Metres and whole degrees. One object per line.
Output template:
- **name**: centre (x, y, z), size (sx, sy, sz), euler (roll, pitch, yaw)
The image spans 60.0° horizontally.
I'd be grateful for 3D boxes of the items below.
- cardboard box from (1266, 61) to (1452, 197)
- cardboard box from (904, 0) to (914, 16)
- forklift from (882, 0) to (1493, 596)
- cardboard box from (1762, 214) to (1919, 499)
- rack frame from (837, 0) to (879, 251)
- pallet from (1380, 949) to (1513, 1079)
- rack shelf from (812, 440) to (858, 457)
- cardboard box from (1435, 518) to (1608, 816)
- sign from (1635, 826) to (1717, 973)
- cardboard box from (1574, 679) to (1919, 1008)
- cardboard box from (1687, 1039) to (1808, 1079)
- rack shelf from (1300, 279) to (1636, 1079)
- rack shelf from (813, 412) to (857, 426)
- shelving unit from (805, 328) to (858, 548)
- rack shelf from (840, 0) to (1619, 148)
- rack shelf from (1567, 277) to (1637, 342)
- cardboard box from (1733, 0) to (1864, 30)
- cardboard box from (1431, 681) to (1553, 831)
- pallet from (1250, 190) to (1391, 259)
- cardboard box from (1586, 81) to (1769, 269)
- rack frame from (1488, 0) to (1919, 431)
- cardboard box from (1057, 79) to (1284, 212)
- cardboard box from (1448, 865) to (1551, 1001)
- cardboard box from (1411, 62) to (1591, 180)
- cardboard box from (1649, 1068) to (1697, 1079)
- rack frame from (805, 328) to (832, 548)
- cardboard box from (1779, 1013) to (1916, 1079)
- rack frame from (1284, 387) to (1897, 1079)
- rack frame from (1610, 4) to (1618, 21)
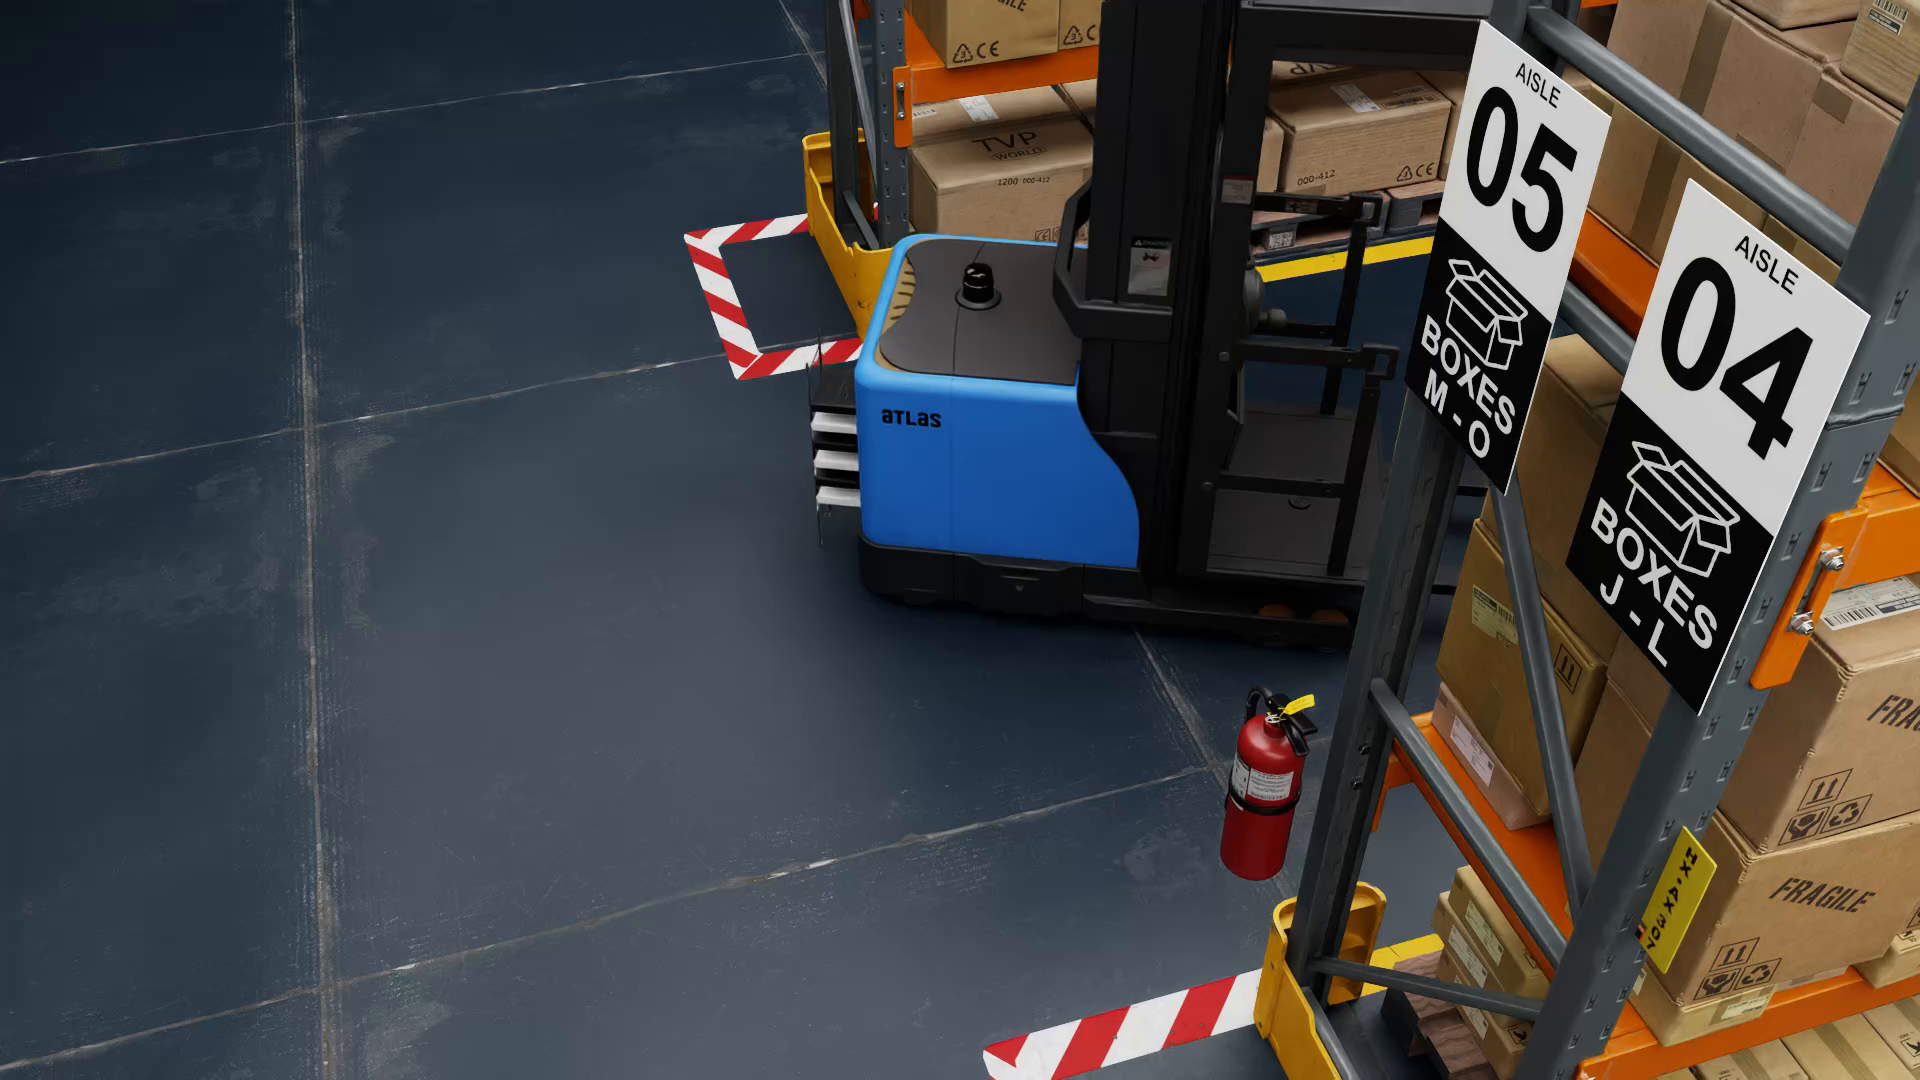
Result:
- **cardboard box**: centre (1.893, -2.188, 8.603), size (0.875, 0.438, 0.875), euler (-13, 43, -14)
- **cardboard box**: centre (-0.056, -2.738, 7.528), size (0.500, 0.500, 0.500), euler (-11, 42, -13)
- **forklift**: centre (2.207, -3.918, 7.276), size (9.711, 5.209, 7.407), euler (5, 41, 6)
- **cardboard box**: centre (1.651, -0.354, 2.709), size (0.529, 0.250, 0.529), euler (-13, 43, -14)
- **rack frame**: centre (-0.438, -2.441, 7.264), size (0.053, 2.616, 0.949), euler (-12, 42, -13)
- **pallet**: centre (2.004, 1.545, 4.822), size (1.213, 0.211, 1.003), euler (-12, 42, -13)
- **rack shelf**: centre (-0.449, -0.418, 6.459), size (0.200, 0.077, 0.258), euler (5, 41, 6)
- **cardboard box**: centre (1.498, 0.248, 3.884), size (0.500, 0.500, 0.500), euler (-11, 42, -12)
- **sign**: centre (1.309, 0.662, 3.054), size (0.005, 0.325, 0.100), euler (-12, 42, -13)
- **cardboard box**: centre (1.657, 0.583, 3.501), size (0.500, 0.500, 0.500), euler (-10, 42, -11)
- **cardboard box**: centre (1.975, 1.319, 4.356), size (0.250, 0.149, 0.380), euler (-11, 42, -12)
- **rack shelf**: centre (1.147, 0.650, 3.726), size (0.053, 2.616, 0.949), euler (-12, 42, -13)
- **rack shelf**: centre (6.608, 0.119, 3.078), size (14.966, 3.443, 4.033), euler (5, 41, 6)
- **shelving unit**: centre (6.605, 0.340, 3.285), size (14.976, 4.048, 4.052), euler (5, 41, 6)
- **rack shelf**: centre (1.471, -2.563, 7.950), size (4.000, 0.370, 1.077), euler (-12, 42, -13)
- **rack shelf**: centre (3.054, -0.660, 3.384), size (3.687, 0.071, 0.831), euler (-12, 42, -13)
- **cardboard box**: centre (1.375, -1.014, 2.782), size (0.250, 0.149, 0.380), euler (-12, 43, -13)
- **cardboard box**: centre (1.372, 0.501, 4.088), size (0.250, 0.149, 0.380), euler (-12, 42, -13)
- **pallet**: centre (1.464, -1.834, 8.689), size (1.213, 0.211, 1.003), euler (-12, 42, -13)
- **cardboard box**: centre (1.501, -0.681, 3.084), size (0.500, 0.250, 0.500), euler (-13, 43, -14)
- **rack frame**: centre (1.146, -1.611, 1.755), size (0.127, 3.000, 1.000), euler (-12, 42, -13)
- **cardboard box**: centre (1.033, -2.011, 8.400), size (0.875, 0.438, 0.875), euler (-11, 42, -12)
- **cardboard box**: centre (1.575, 1.076, 4.634), size (0.250, 0.149, 0.380), euler (-11, 42, -13)
- **cardboard box**: centre (2.747, -2.366, 8.806), size (0.875, 0.438, 0.875), euler (-12, 43, -14)
- **cardboard box**: centre (1.748, 1.449, 4.207), size (0.250, 0.149, 0.380), euler (-14, 43, -15)
- **rack frame**: centre (-0.550, -0.385, 6.506), size (0.006, 0.900, 0.240), euler (5, 41, 6)
- **cardboard box**: centre (2.254, 1.350, 4.321), size (0.250, 0.149, 0.380), euler (-12, 43, -13)
- **rack frame**: centre (1.146, 0.648, 3.729), size (0.127, 3.000, 1.000), euler (-12, 42, -13)
- **rack frame**: centre (3.377, -3.231, 8.169), size (0.053, 2.616, 0.949), euler (-12, 42, -13)
